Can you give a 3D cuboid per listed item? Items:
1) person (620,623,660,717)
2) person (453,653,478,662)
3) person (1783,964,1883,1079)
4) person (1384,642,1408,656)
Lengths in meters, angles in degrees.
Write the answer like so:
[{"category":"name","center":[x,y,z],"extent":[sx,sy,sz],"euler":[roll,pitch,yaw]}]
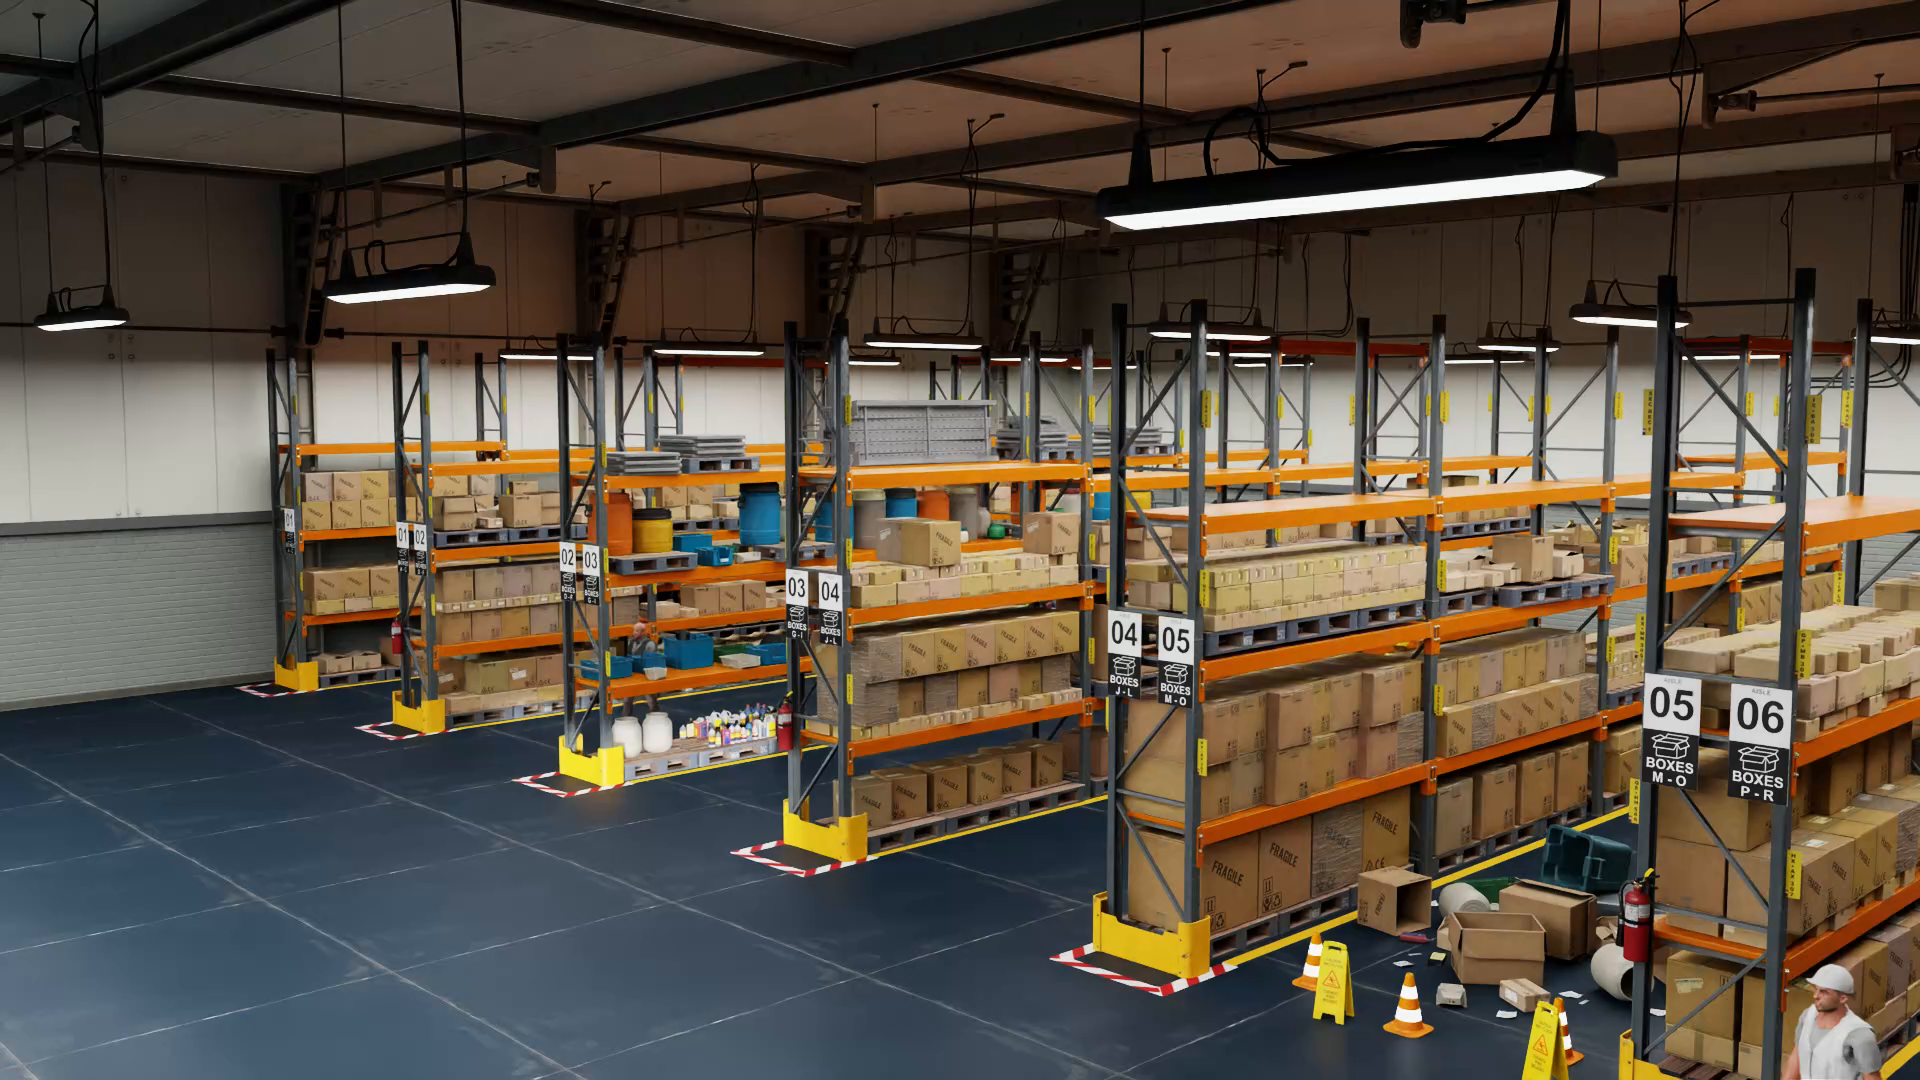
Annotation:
[{"category":"person","center":[-4.912,2.100,25.445],"extent":[0.555,1.675,0.941],"euler":[2,5,20]},{"category":"person","center":[-8.493,1.845,28.500],"extent":[0.558,1.782,0.679],"euler":[2,5,24]},{"category":"person","center":[5.126,3.403,9.937],"extent":[0.919,1.746,0.576],"euler":[-1,5,-10]},{"category":"person","center":[6.225,2.247,23.809],"extent":[0.649,1.741,0.649],"euler":[2,5,22]}]
